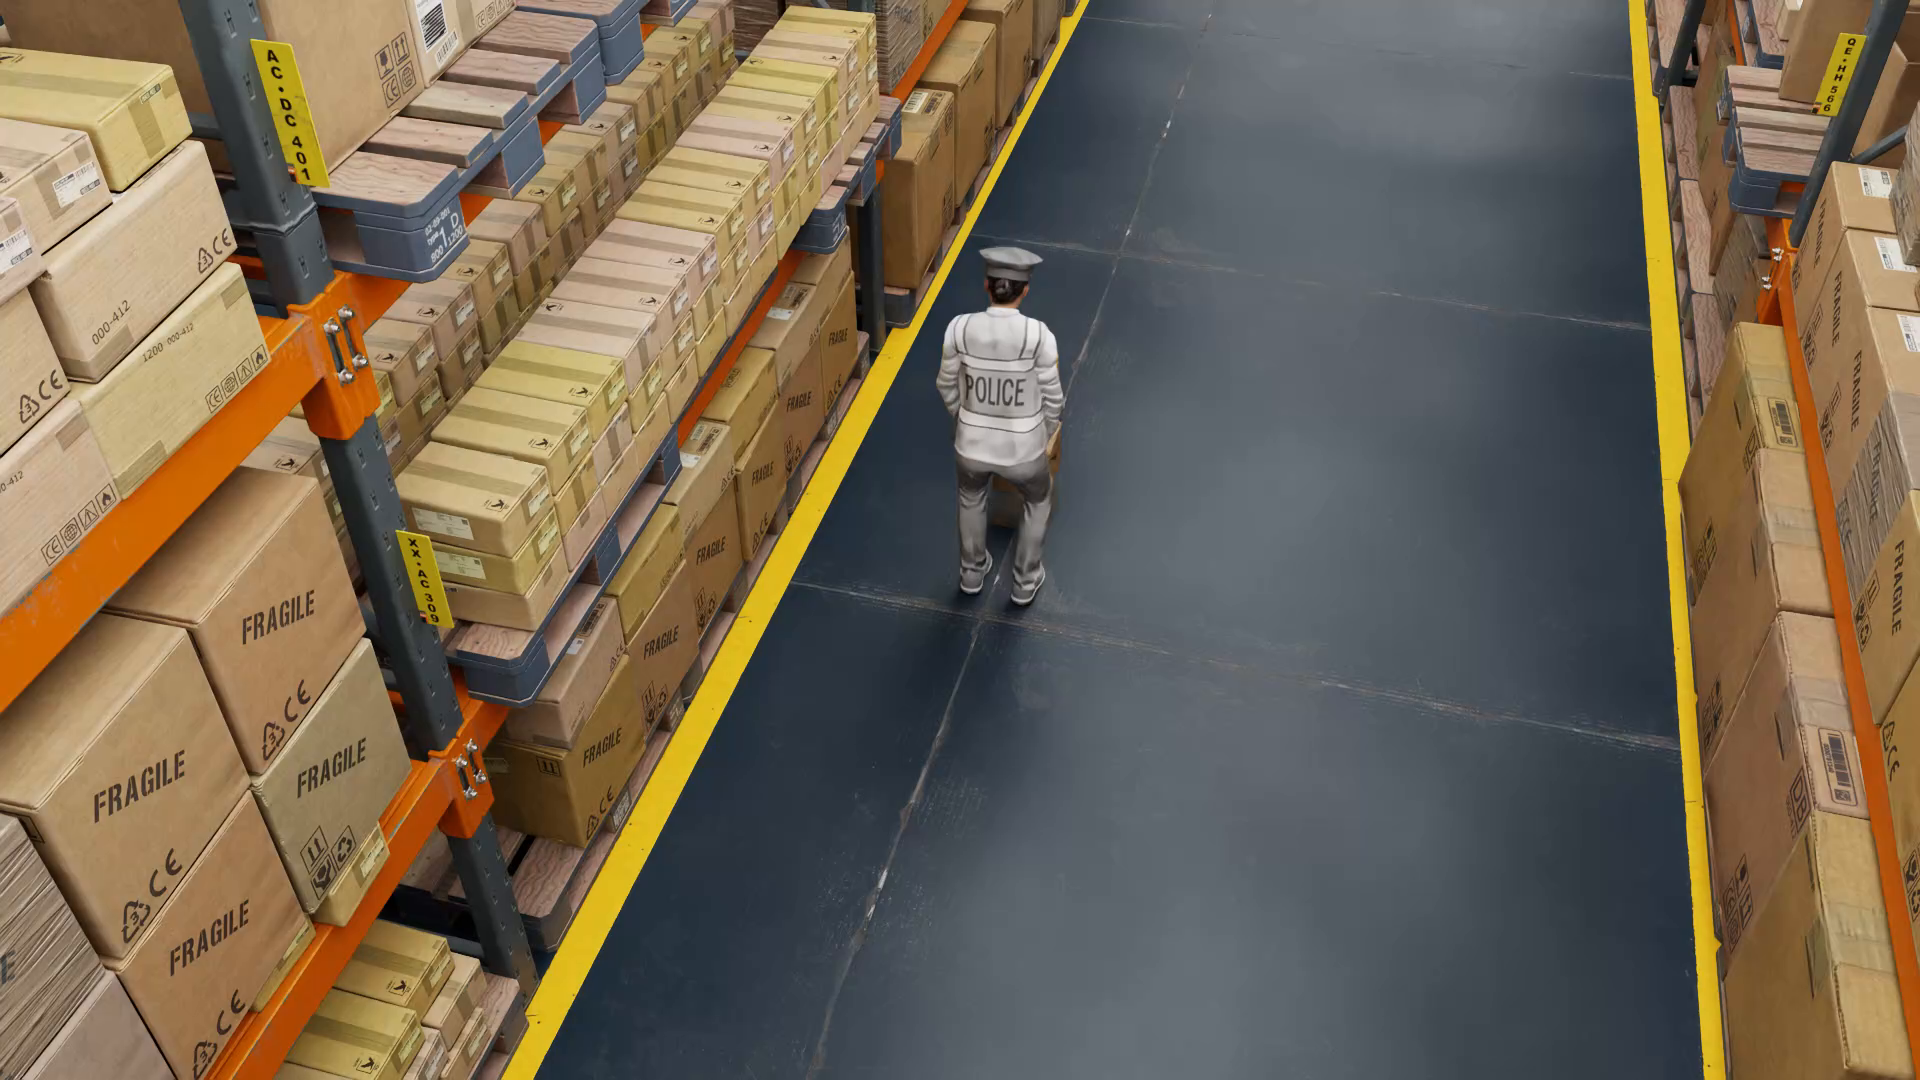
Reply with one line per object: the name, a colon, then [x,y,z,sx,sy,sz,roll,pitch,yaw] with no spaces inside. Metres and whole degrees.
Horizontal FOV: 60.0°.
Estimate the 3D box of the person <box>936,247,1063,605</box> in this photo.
person: [0.157,-0.435,6.731,0.516,1.576,0.526,10,42,12]
